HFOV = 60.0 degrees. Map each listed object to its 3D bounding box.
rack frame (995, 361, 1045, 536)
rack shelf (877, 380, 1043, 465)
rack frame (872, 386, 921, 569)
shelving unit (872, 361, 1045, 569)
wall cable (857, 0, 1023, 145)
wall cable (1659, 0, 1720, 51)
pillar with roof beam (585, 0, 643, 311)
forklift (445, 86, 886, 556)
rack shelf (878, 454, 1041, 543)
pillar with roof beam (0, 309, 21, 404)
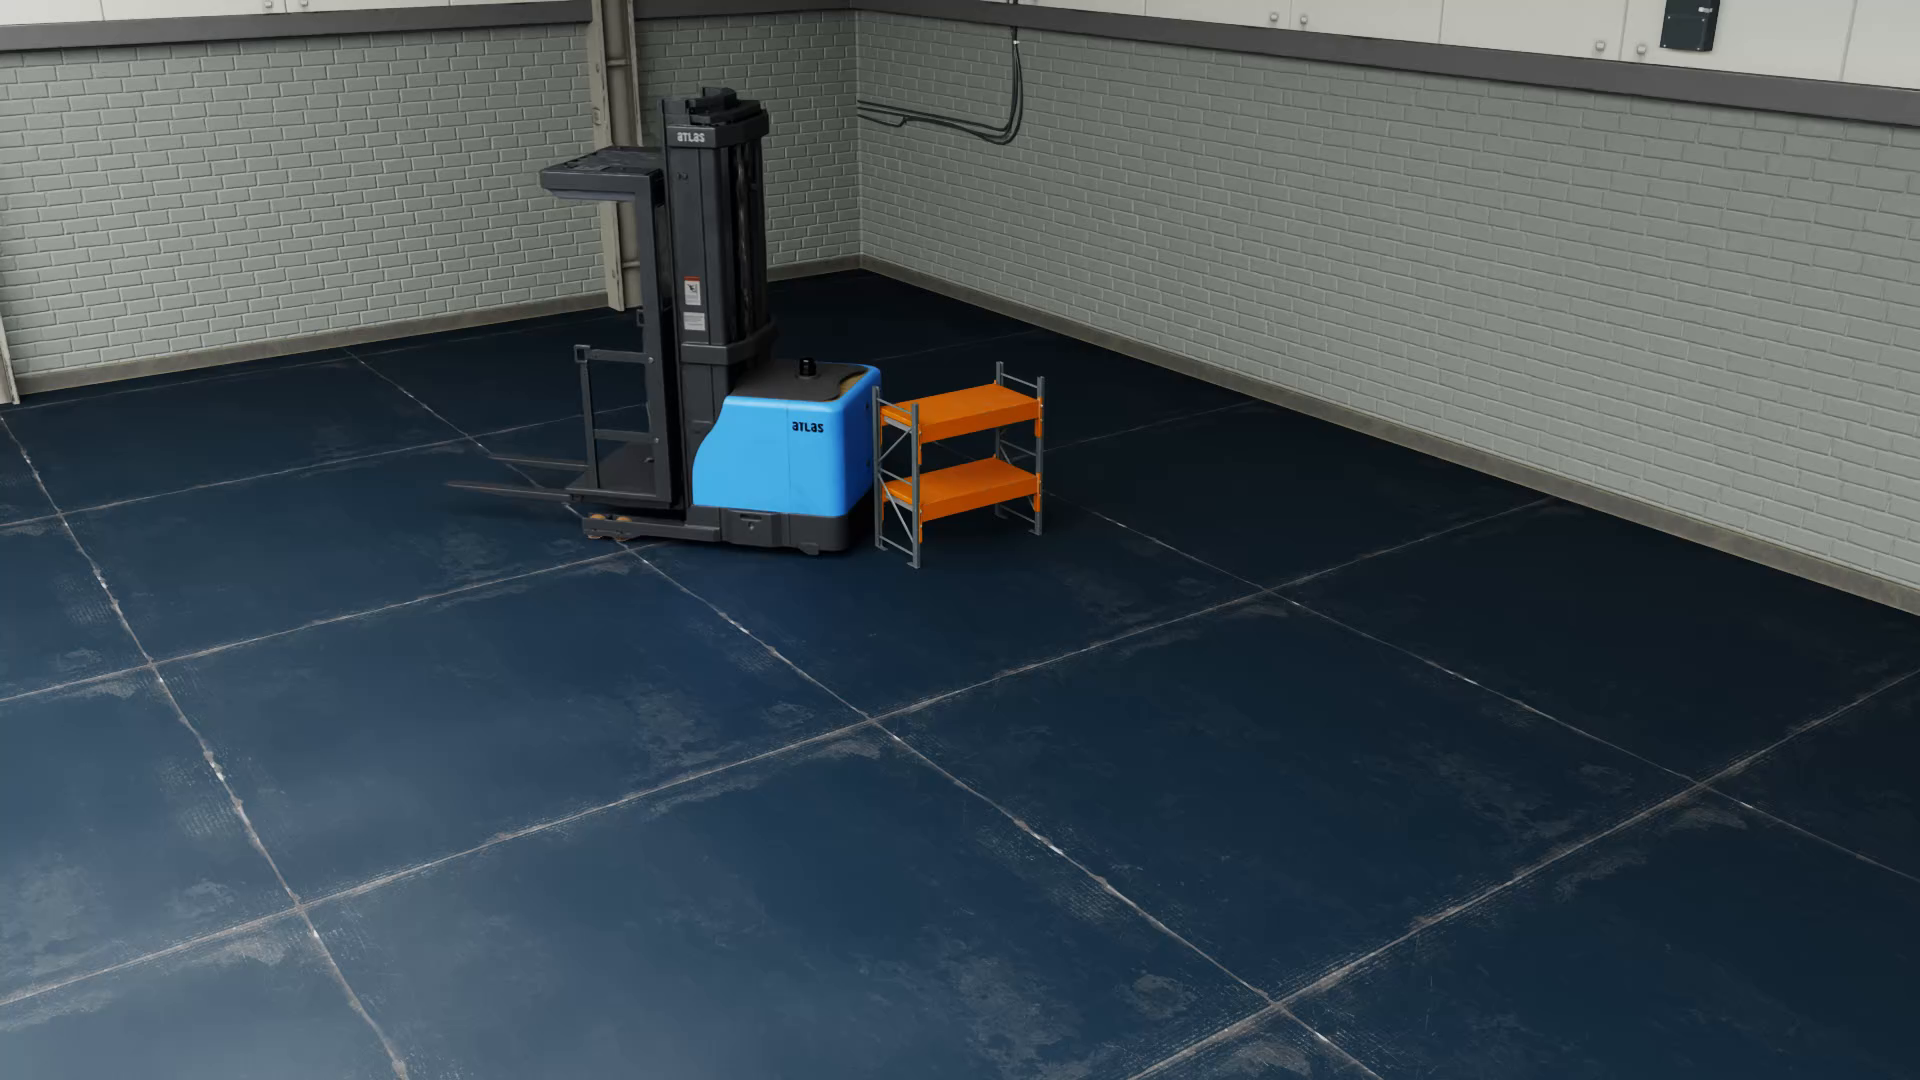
[{"bbox_3d":[0.407,-0.631,11.460,0.032,1.125,0.500,-15,26,-33],"label":"rack frame"},{"bbox_3d":[-0.005,-0.793,11.076,1.000,0.278,0.538,-15,26,-33],"label":"rack shelf"},{"bbox_3d":[-0.418,-0.411,10.908,0.032,1.125,0.500,-15,26,-33],"label":"rack frame"},{"bbox_3d":[-0.005,-0.521,11.184,1.048,1.125,0.538,-15,26,-33],"label":"shelving unit"},{"bbox_3d":[-0.323,-5.459,17.124,0.112,2.526,3.097,-15,26,-33],"label":"wall cable"},{"bbox_3d":[5.209,-5.621,8.752,0.169,6.003,2.305,-15,26,-33],"label":"wall cable"},{"bbox_3d":[-0.972,-5.366,12.702,0.400,9.000,9.100,-15,26,-33],"label":"pillar with roof beam"},{"bbox_3d":[-2.105,-1.534,11.286,3.031,2.935,1.130,5,22,13],"label":"forklift"},{"bbox_3d":[-0.005,-0.294,11.275,1.000,0.278,0.538,-15,26,-33],"label":"rack shelf"},{"bbox_3d":[-5.843,-4.067,9.447,0.400,9.000,9.100,-15,26,-33],"label":"pillar with roof beam"}]
